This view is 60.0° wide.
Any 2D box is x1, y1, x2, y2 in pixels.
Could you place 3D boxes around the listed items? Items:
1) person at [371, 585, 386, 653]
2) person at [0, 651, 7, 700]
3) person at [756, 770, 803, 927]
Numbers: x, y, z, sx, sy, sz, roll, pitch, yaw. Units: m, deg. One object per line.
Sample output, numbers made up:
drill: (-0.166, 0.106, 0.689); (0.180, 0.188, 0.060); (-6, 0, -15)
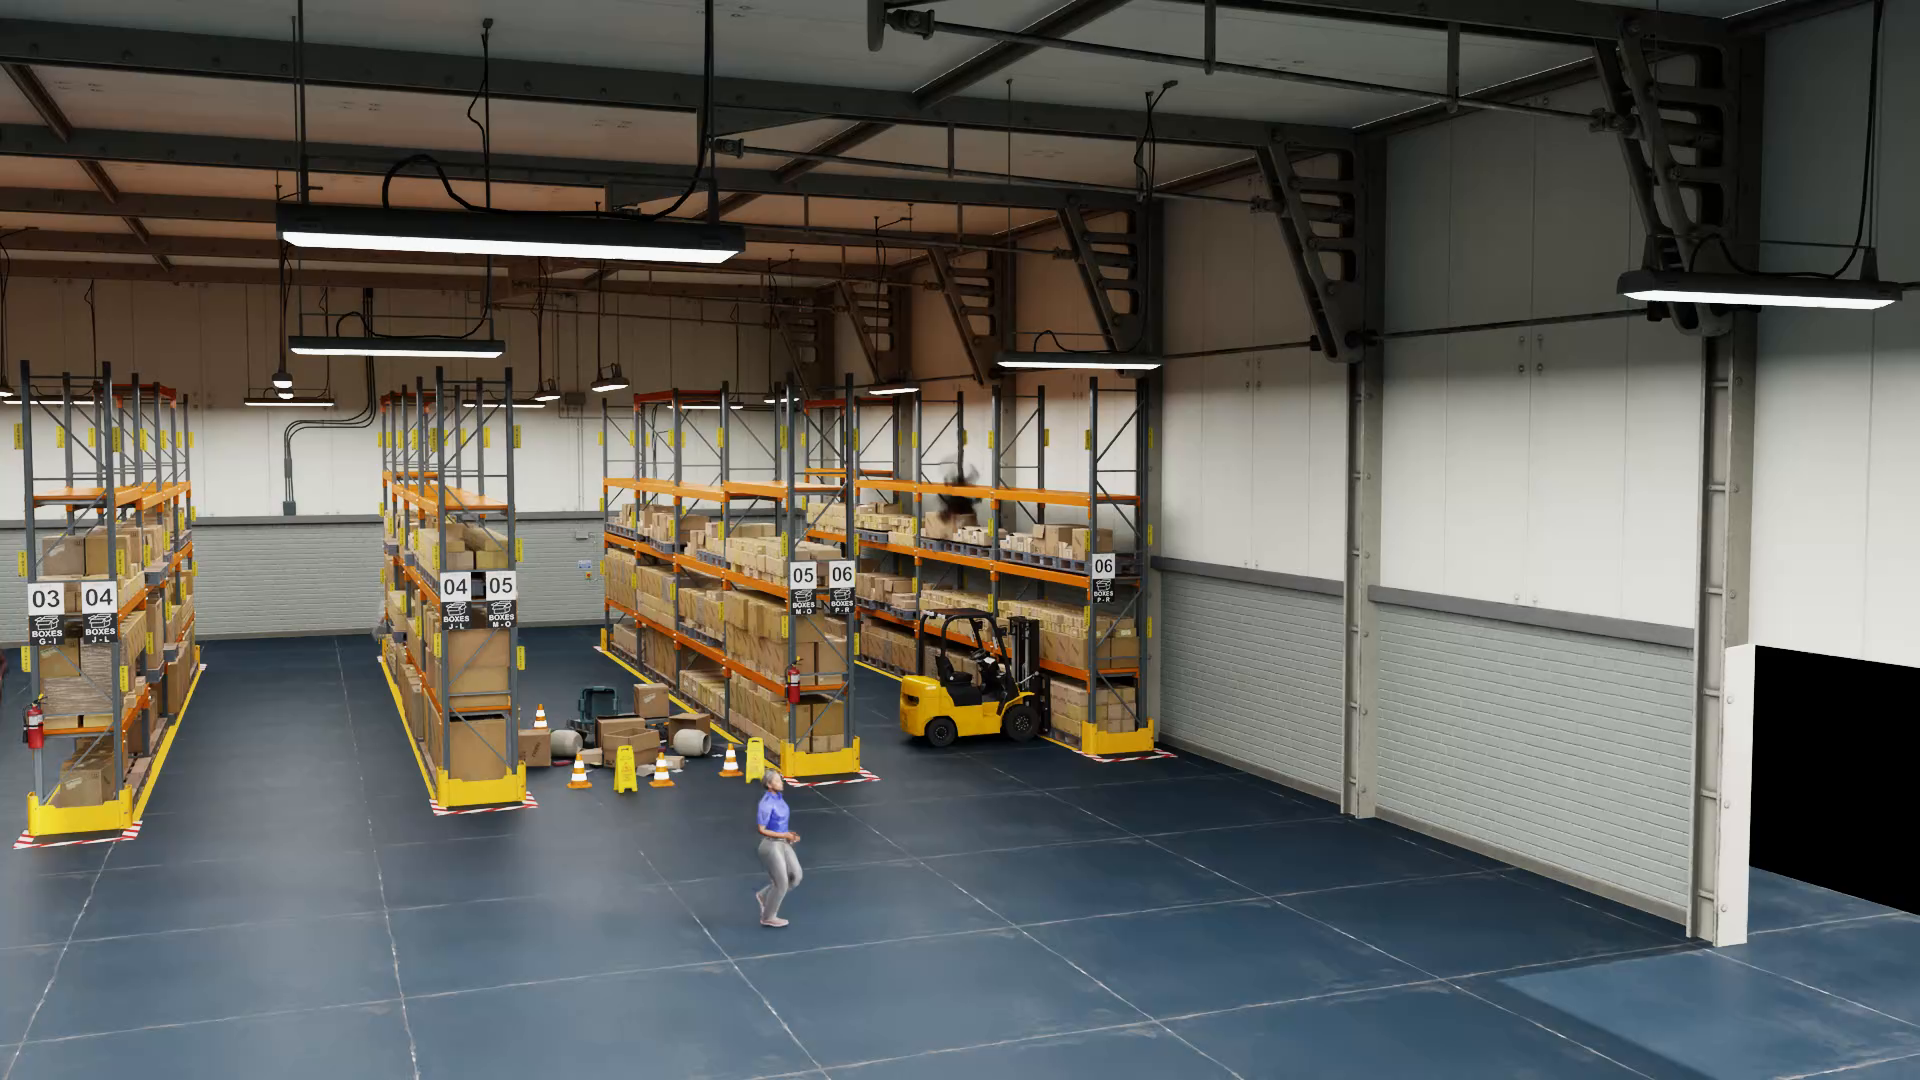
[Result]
person: (-13.464, 1.839, 38.901); (0.588, 1.658, 0.762); (0, 3, -6)
person: (-15.986, 2.473, 27.231); (0.687, 1.844, 0.814); (-2, 4, -30)
person: (-1.865, 3.165, 17.092); (0.568, 1.608, 0.570); (1, 4, 15)
